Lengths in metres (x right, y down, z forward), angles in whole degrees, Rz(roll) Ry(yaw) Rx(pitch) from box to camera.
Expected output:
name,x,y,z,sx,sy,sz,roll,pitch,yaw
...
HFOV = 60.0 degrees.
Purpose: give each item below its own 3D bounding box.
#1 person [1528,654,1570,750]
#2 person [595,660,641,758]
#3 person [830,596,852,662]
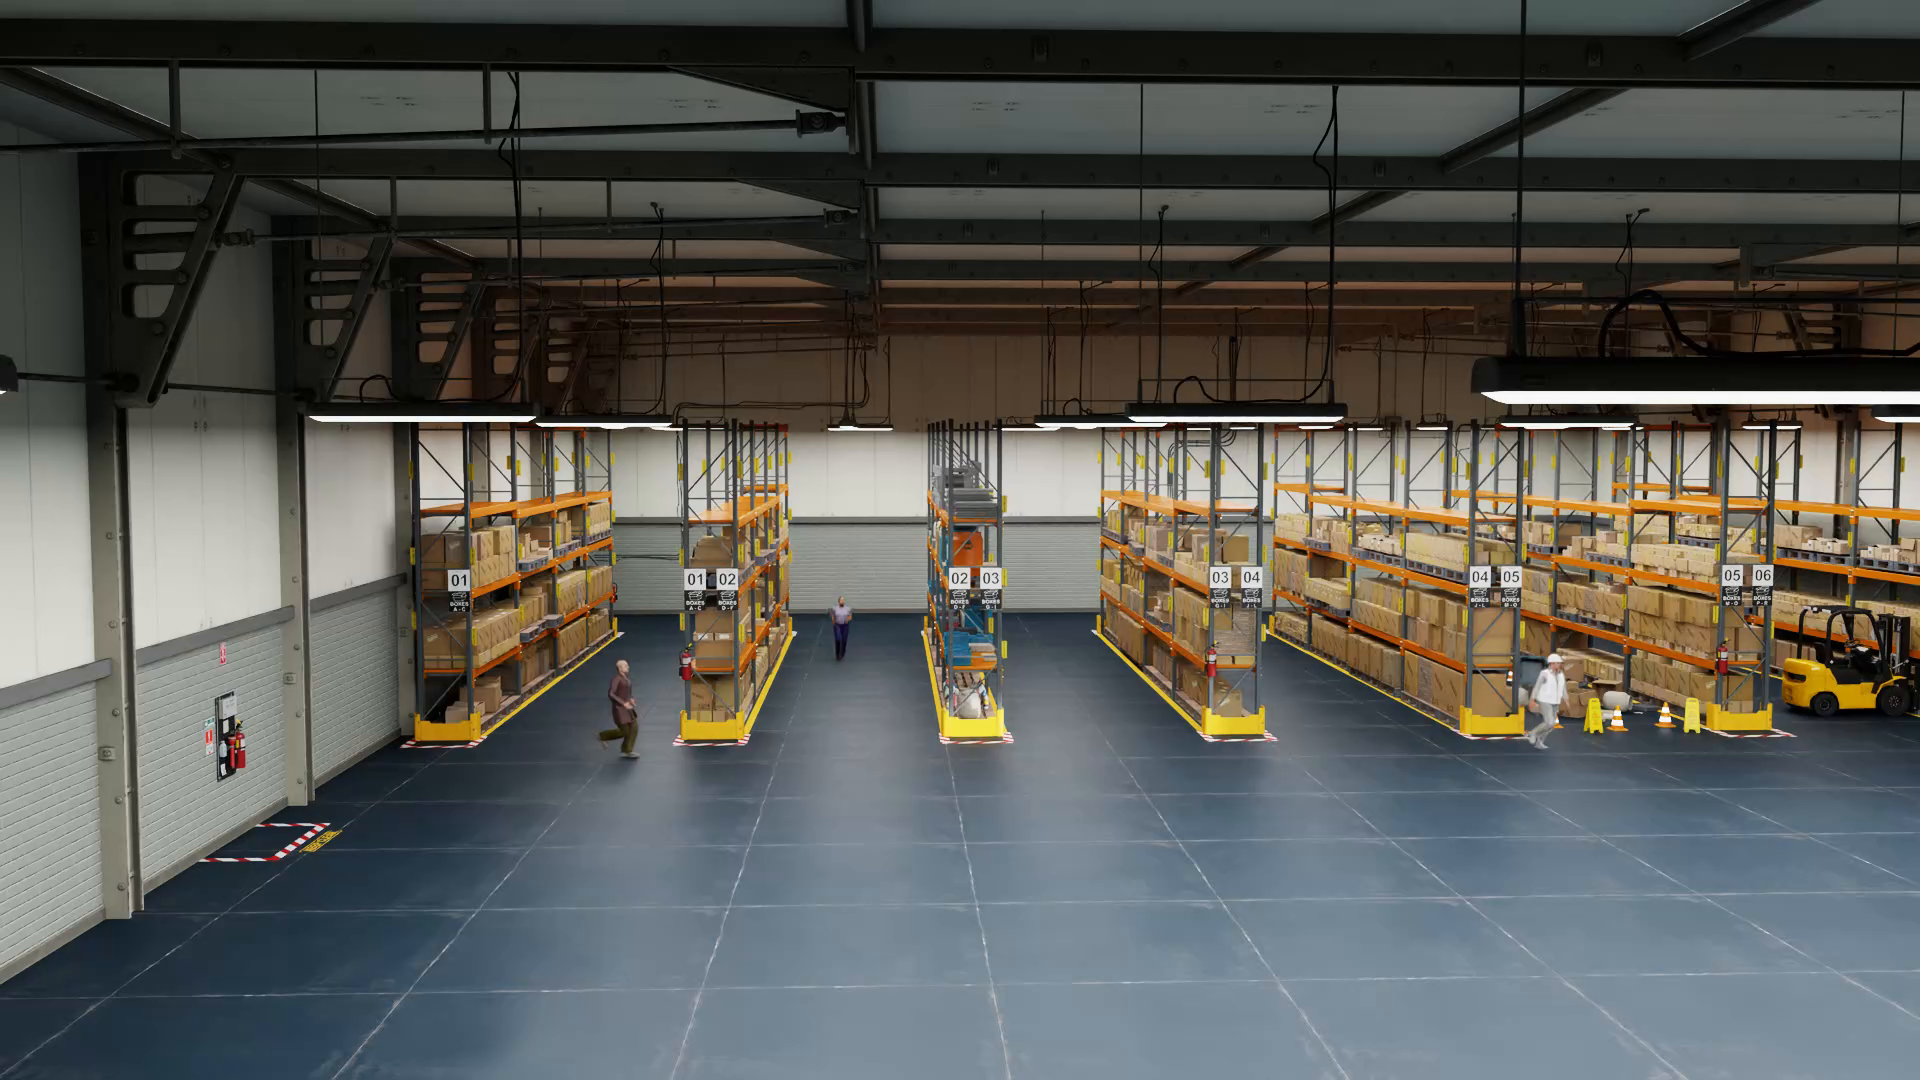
name,x,y,z,sx,sy,sz,roll,pitch,yaw
person,10.662,2.927,30.094,0.644,1.753,0.568,-2,4,-29
person,-6.036,2.982,29.388,0.807,1.734,0.721,1,4,12
person,-2.988,2.283,41.981,0.528,1.577,0.784,-1,4,-12
